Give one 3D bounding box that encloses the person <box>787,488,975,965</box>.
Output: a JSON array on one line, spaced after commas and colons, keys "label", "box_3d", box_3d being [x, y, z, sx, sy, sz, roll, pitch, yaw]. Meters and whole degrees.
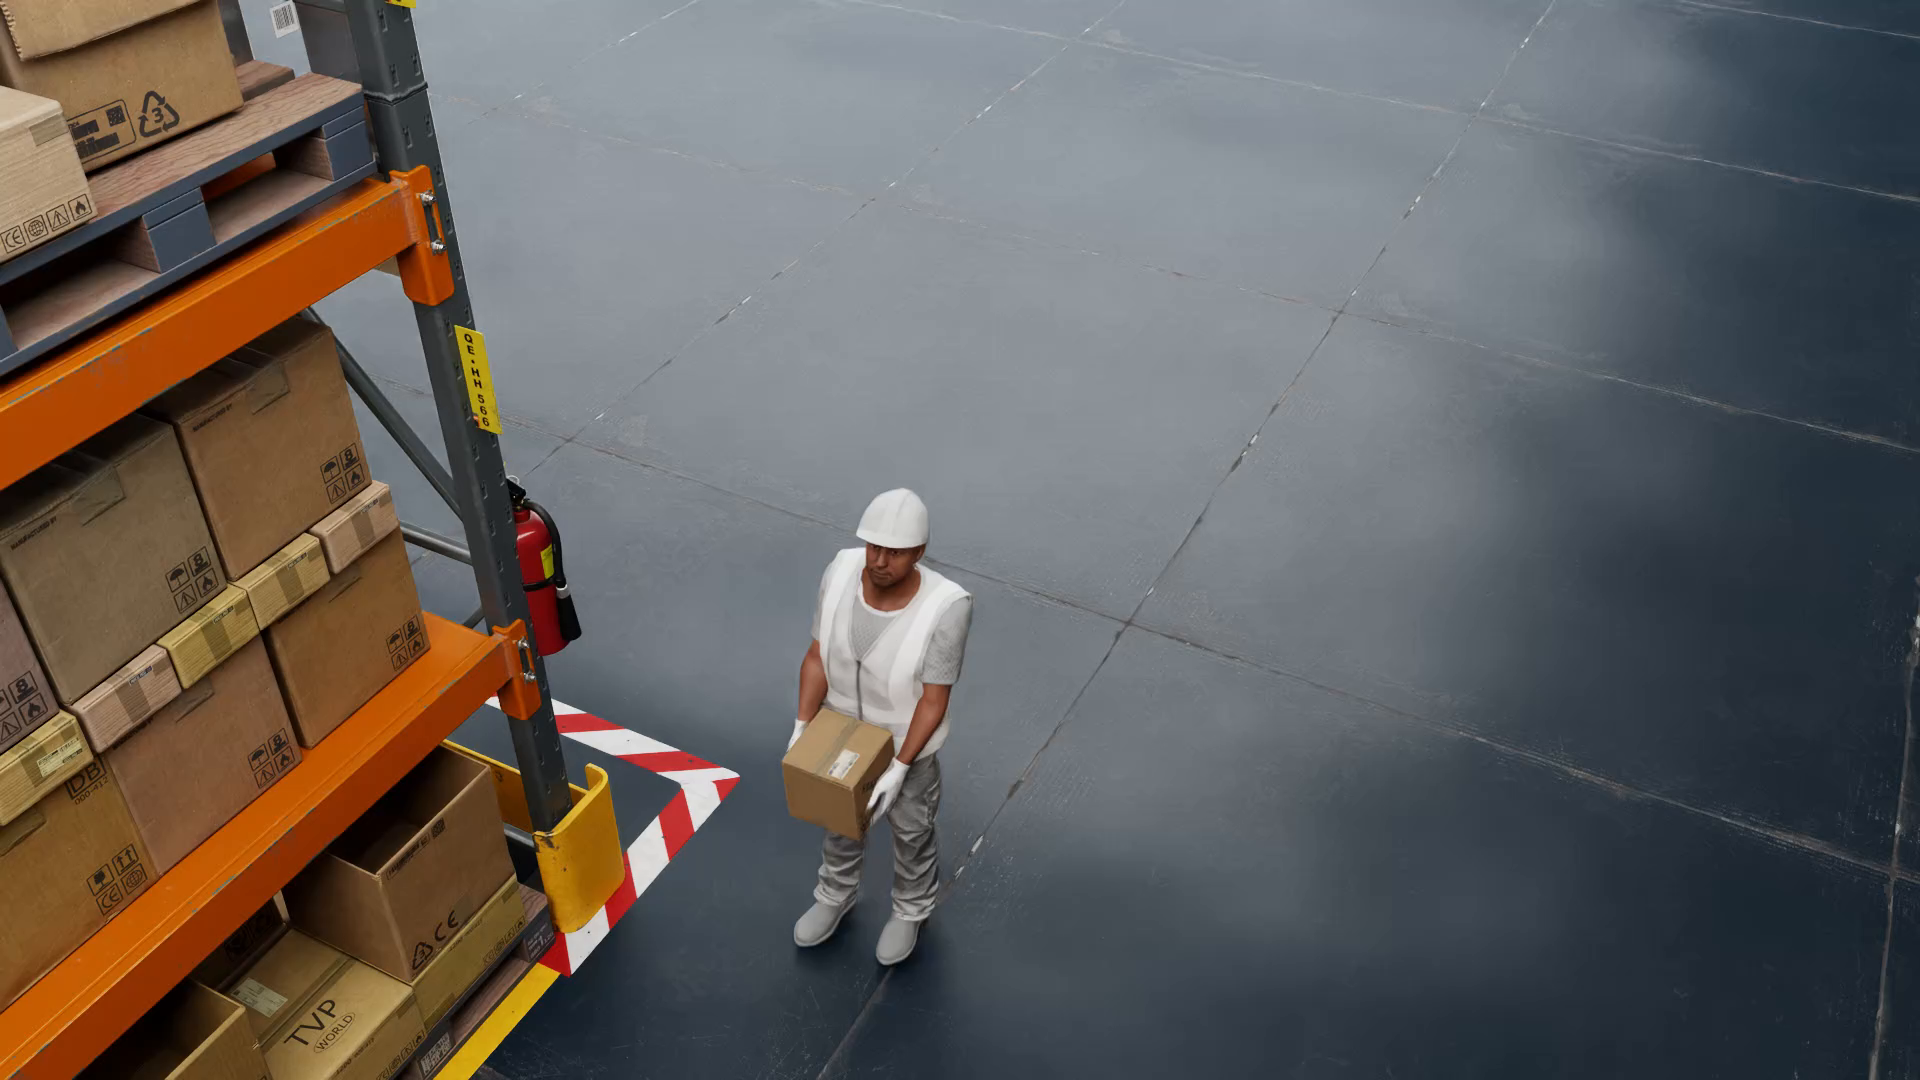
[{"label": "person", "box_3d": [-0.275, 0.651, 5.287, 0.531, 1.788, 0.550, 18, 41, 21]}]
